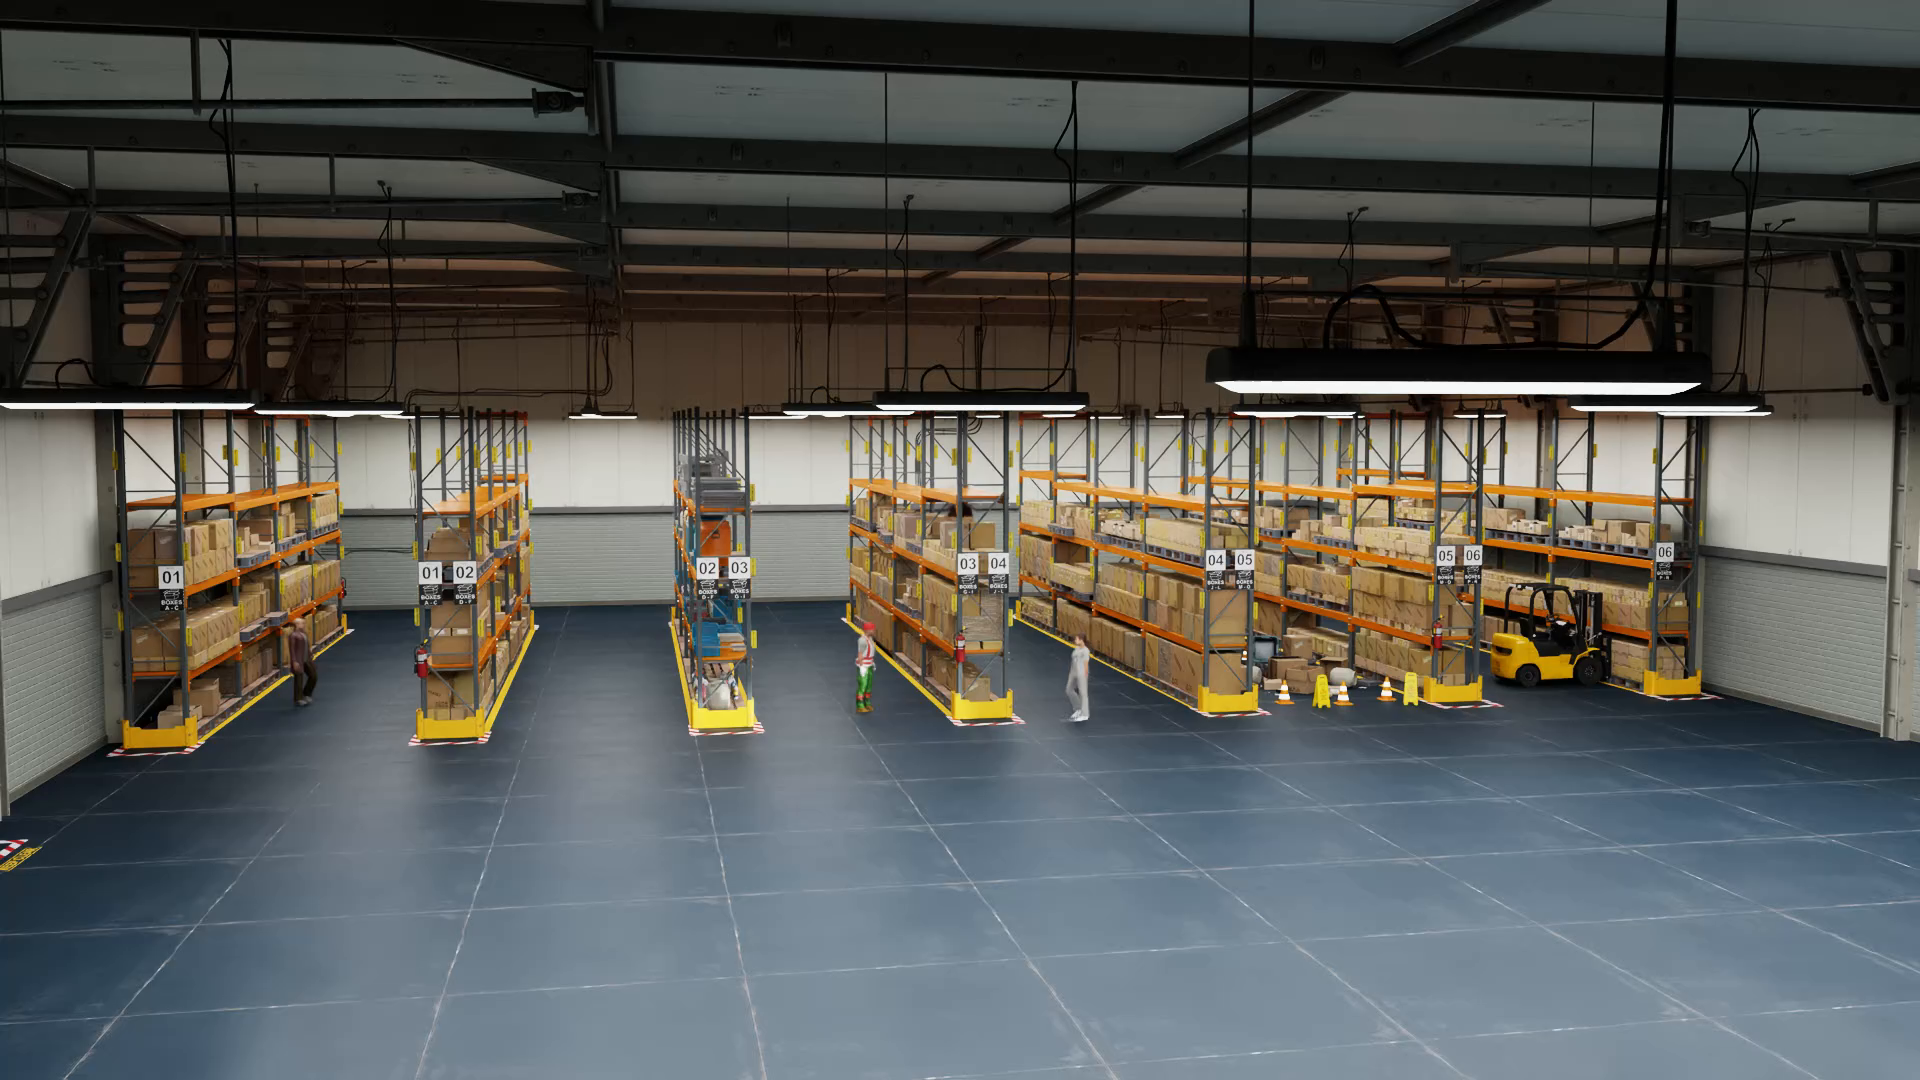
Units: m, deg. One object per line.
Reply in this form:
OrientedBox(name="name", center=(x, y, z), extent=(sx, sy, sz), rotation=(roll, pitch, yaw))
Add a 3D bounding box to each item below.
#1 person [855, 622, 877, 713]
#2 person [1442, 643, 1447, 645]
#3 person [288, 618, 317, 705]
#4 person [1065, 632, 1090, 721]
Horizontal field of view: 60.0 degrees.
OrientedBox(name="person", center=(-1.844, 2.503, 32.789), extent=(0.434, 1.795, 0.561), rotation=(1, 4, 18))
OrientedBox(name="person", center=(11.024, 2.145, 38.172), extent=(0.456, 1.761, 0.649), rotation=(2, 5, 26))
OrientedBox(name="person", center=(-13.335, 2.454, 33.604), extent=(0.473, 1.771, 0.632), rotation=(2, 5, 28))
OrientedBox(name="person", center=(2.295, 2.609, 31.911), extent=(0.402, 1.689, 0.490), rotation=(-2, 5, -31))
